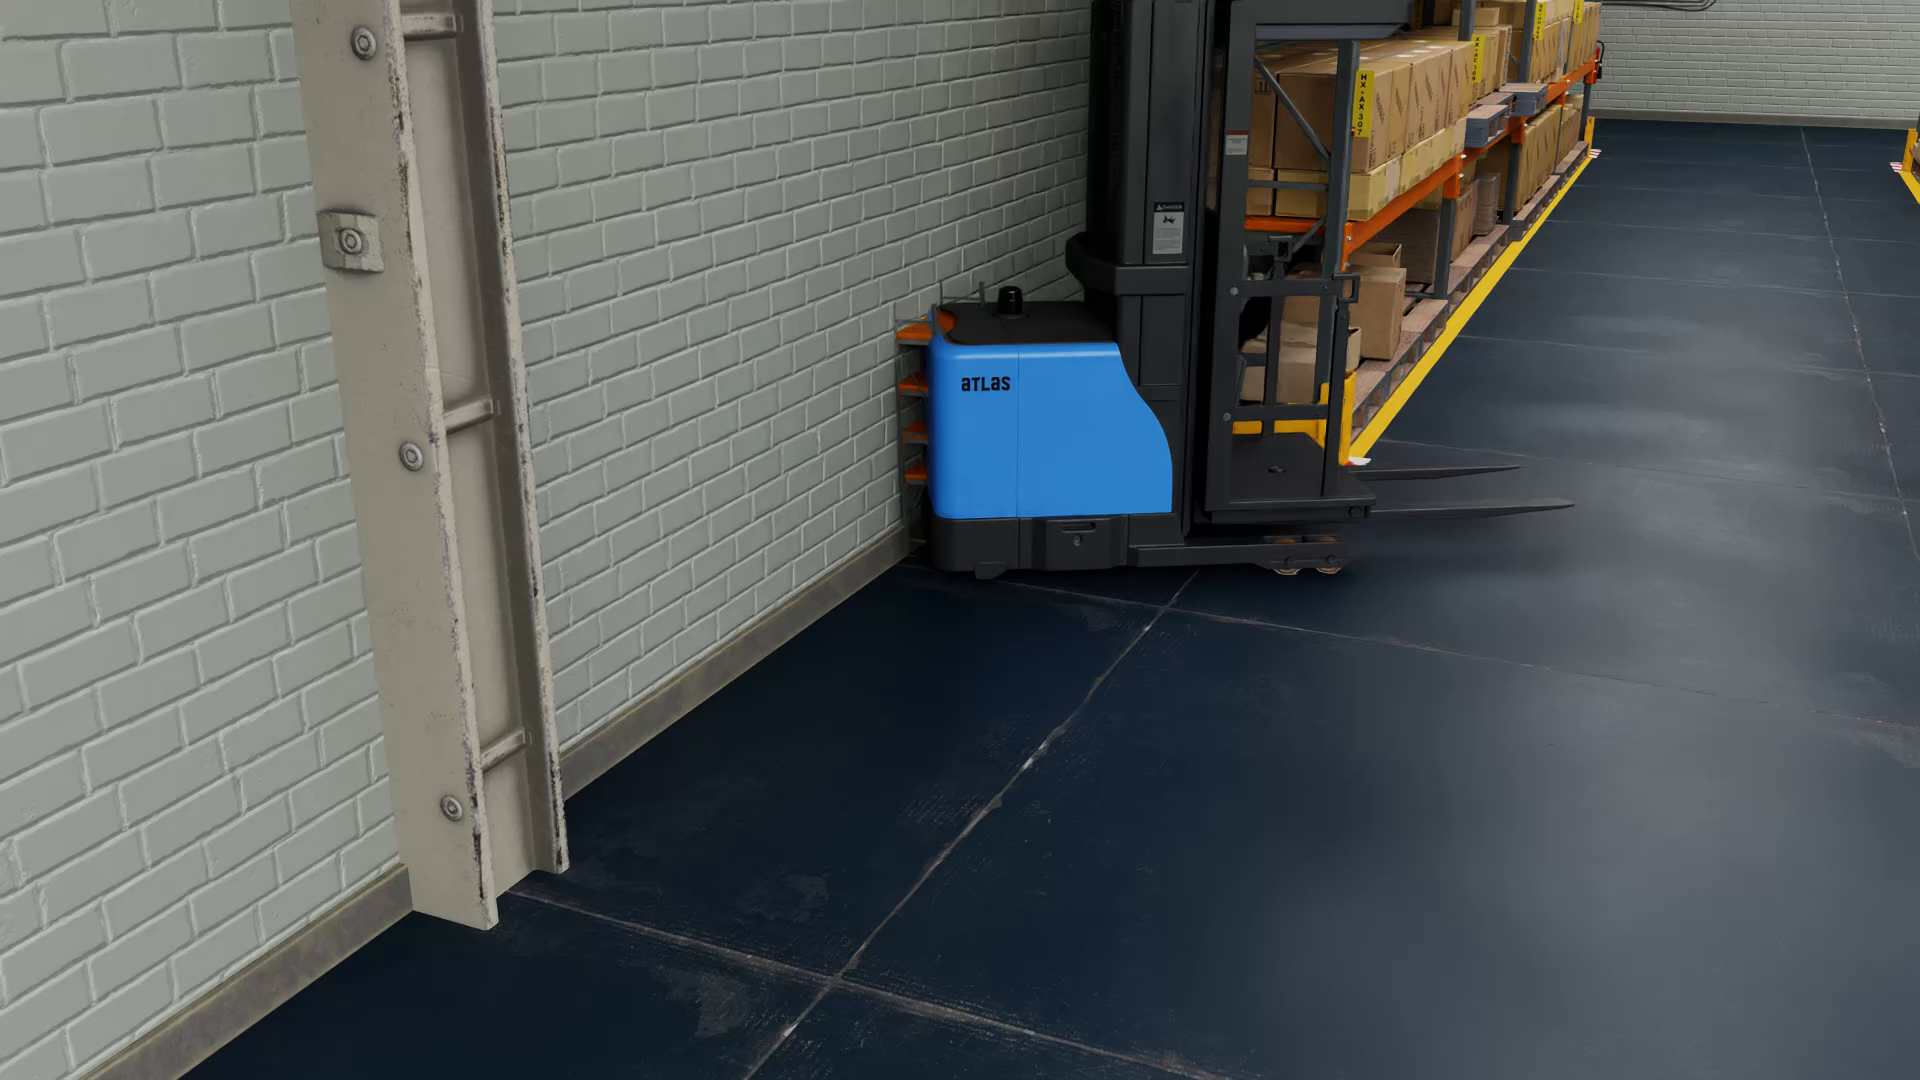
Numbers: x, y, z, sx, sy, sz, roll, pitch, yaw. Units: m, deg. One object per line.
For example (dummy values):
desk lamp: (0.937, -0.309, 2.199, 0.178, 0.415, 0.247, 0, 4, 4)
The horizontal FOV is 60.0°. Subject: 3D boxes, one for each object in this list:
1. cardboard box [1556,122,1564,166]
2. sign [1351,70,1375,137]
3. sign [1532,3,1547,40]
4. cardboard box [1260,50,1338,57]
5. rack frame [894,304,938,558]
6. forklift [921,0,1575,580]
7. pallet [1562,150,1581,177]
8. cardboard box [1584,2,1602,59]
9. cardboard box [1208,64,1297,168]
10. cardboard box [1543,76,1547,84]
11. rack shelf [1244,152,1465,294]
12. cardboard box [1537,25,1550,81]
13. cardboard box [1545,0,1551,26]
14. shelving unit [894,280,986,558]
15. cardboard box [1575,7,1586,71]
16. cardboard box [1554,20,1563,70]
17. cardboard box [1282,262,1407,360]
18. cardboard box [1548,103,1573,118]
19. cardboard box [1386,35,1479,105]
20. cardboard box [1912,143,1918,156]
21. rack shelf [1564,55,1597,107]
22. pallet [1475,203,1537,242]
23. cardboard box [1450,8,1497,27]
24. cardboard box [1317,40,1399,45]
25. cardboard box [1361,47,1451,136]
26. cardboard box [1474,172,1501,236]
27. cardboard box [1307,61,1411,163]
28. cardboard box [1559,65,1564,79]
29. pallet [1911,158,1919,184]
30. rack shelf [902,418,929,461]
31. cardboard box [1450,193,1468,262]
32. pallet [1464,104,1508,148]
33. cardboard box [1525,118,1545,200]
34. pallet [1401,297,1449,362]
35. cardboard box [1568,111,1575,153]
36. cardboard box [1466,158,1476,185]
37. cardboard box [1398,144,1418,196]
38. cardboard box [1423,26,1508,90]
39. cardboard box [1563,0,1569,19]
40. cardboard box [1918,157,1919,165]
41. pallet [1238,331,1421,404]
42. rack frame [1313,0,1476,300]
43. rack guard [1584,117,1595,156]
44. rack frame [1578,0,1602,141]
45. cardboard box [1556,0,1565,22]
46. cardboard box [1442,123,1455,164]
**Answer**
cardboard box: (6.849, -4.772, 20.014, 0.700, 0.500, 0.500, 9, 21, 23)
sign: (2.031, -2.203, 8.394, 0.100, 0.325, 0.005, 9, 21, 23)
sign: (5.311, -4.751, 15.242, 0.100, 0.325, 0.005, 9, 21, 23)
cardboard box: (2.164, -2.800, 10.439, 0.500, 0.500, 0.500, 9, 21, 23)
rack frame: (-0.178, -0.476, 7.504, 0.240, 1.200, 0.015, 6, 22, 25)
forklift: (1.337, -1.395, 7.518, 3.031, 2.935, 1.130, -2, 20, -6)
pallet: (7.331, -4.820, 21.206, 1.003, 0.211, 1.213, 9, 21, 23)
cardboard box: (7.888, -6.744, 22.008, 0.980, 0.700, 0.700, 10, 22, 25)
cardboard box: (1.535, -2.334, 9.131, 0.500, 0.500, 0.500, 8, 21, 22)
cardboard box: (6.009, -4.904, 17.627, 0.380, 0.149, 0.250, 8, 21, 21)
rack shelf: (2.355, -2.142, 10.588, 1.077, 0.370, 4.000, 9, 21, 23)
cardboard box: (5.467, -4.784, 16.320, 0.500, 0.500, 0.500, 9, 22, 24)
cardboard box: (5.452, -5.132, 16.182, 0.500, 0.250, 0.500, 8, 21, 22)
shelving unit: (-0.071, -0.557, 7.707, 0.258, 1.200, 0.503, 6, 22, 25)
cardboard box: (6.991, -6.065, 20.098, 0.980, 0.700, 0.700, 8, 21, 21)
cardboard box: (6.077, -5.249, 17.628, 0.500, 0.500, 0.500, 9, 21, 23)
cardboard box: (2.481, -1.489, 10.754, 0.700, 0.500, 0.500, 7, 21, 19)
cardboard box: (7.370, -5.317, 20.578, 0.380, 0.149, 0.250, 8, 21, 21)
cardboard box: (3.649, -3.667, 12.998, 0.700, 0.500, 0.500, 11, 22, 28)
cardboard box: (12.123, -4.865, 20.770, 0.380, 0.149, 0.250, 9, 21, 23)
rack shelf: (7.269, -5.810, 20.902, 1.077, 0.370, 4.000, 9, 21, 23)
pallet: (5.203, -3.231, 16.740, 1.003, 0.211, 1.213, 9, 21, 23)
cardboard box: (4.579, -4.665, 14.835, 0.380, 0.149, 0.250, 5, 20, 14)
cardboard box: (2.791, -3.269, 11.759, 0.500, 0.500, 0.500, 8, 21, 21)
cardboard box: (2.847, -2.891, 10.697, 0.500, 0.500, 0.500, 8, 21, 21)
cardboard box: (4.564, -3.117, 15.331, 0.700, 0.500, 0.500, 9, 21, 23)
cardboard box: (2.217, -2.416, 9.359, 0.500, 0.500, 0.500, 9, 21, 23)
cardboard box: (6.488, -5.206, 18.476, 0.380, 0.149, 0.250, 9, 21, 24)
pallet: (12.252, -4.501, 20.309, 1.003, 0.211, 1.213, 9, 21, 23)
rack shelf: (-0.067, -0.494, 7.731, 0.258, 0.148, 0.480, 6, 22, 25)
cardboard box: (3.872, -2.664, 14.057, 0.700, 0.500, 0.500, 9, 21, 23)
pallet: (3.619, -3.215, 12.819, 1.003, 0.211, 1.213, 9, 21, 23)
cardboard box: (5.597, -3.973, 17.246, 0.750, 0.750, 0.750, 8, 21, 22)
pallet: (2.931, -1.568, 12.062, 1.003, 0.211, 1.213, 9, 21, 23)
cardboard box: (7.482, -5.246, 21.346, 0.700, 0.500, 0.500, 8, 21, 21)
cardboard box: (4.274, -3.305, 14.739, 0.500, 0.250, 0.500, 9, 21, 24)
cardboard box: (2.439, -2.229, 9.954, 0.500, 0.250, 0.500, 8, 21, 22)
cardboard box: (4.424, -4.249, 14.635, 0.700, 0.500, 0.500, 6, 21, 18)
cardboard box: (6.274, -5.755, 17.931, 0.500, 0.250, 0.500, 9, 21, 24)
cardboard box: (11.717, -4.560, 19.762, 0.500, 0.250, 0.500, 9, 21, 23)
pallet: (2.433, -1.194, 11.010, 1.003, 0.211, 1.213, 9, 21, 23)
rack frame: (3.174, -3.092, 12.186, 1.000, 3.000, 0.127, 9, 21, 23)
rack guard: (8.097, -5.590, 22.940, 1.175, 0.500, 0.348, 9, 21, 23)
rack frame: (8.088, -6.760, 22.501, 1.000, 3.000, 0.127, 9, 21, 23)
cardboard box: (6.065, -5.599, 17.493, 0.500, 0.250, 0.500, 9, 21, 24)
cardboard box: (3.045, -2.693, 11.259, 0.500, 0.250, 0.500, 9, 21, 23)
